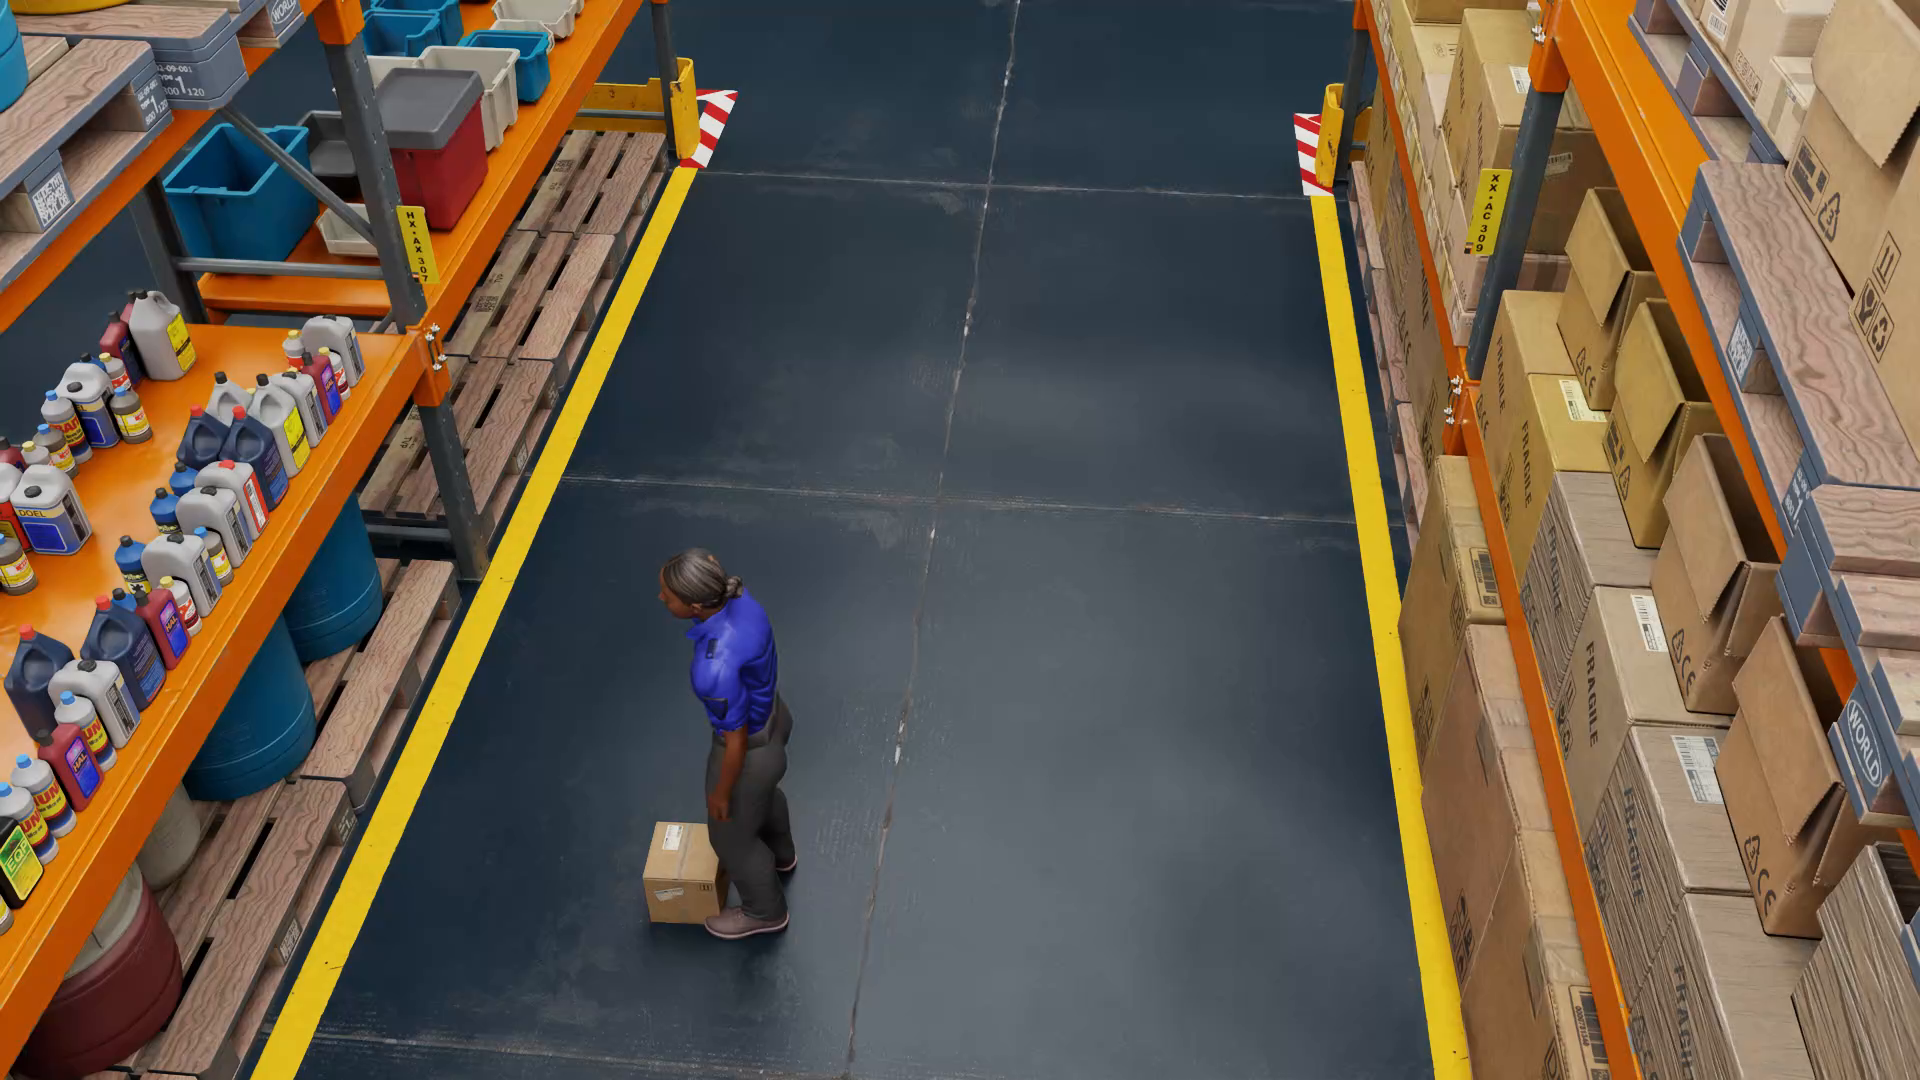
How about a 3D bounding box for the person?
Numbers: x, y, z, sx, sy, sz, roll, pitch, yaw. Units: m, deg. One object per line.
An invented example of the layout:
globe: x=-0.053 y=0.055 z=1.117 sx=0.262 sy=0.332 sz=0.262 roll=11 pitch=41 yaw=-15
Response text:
person: x=-0.723 y=0.649 z=5.394 sx=0.347 sy=1.655 sz=0.532 roll=1 pitch=40 yaw=1
